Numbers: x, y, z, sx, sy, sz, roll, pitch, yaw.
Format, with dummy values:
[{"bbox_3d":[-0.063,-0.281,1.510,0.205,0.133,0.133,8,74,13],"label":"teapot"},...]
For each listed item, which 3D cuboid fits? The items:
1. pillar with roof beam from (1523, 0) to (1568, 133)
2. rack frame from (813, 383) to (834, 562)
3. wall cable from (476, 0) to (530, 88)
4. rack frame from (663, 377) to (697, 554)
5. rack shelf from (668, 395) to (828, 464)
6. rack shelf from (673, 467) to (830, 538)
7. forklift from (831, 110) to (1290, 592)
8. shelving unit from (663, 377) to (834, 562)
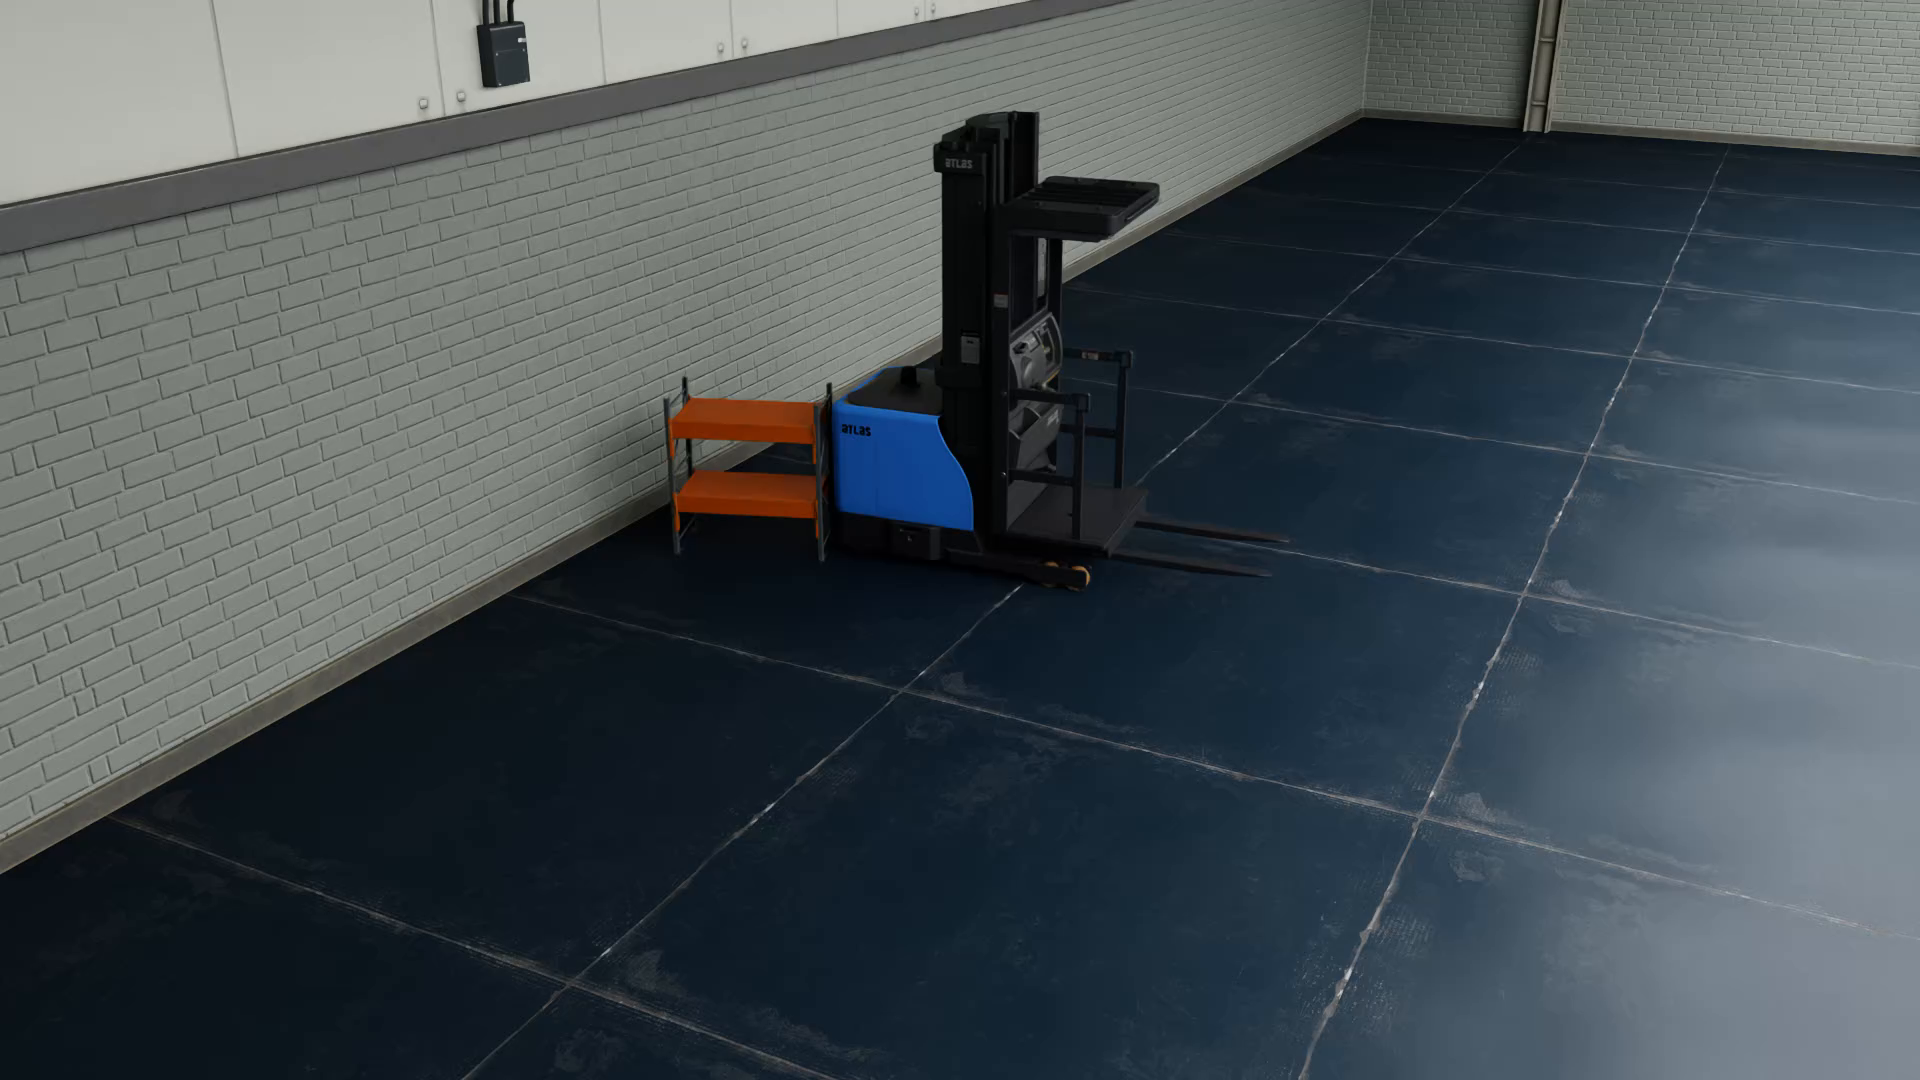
[{"bbox_3d":[7.730,-9.506,22.605,0.400,9.000,9.100,11,25,25],"label":"pillar with roof beam"},{"bbox_3d":[-0.925,-0.466,11.407,0.032,1.125,0.500,3,23,6],"label":"rack frame"},{"bbox_3d":[-2.275,-5.868,9.705,0.169,6.003,2.305,11,25,25],"label":"wall cable"},{"bbox_3d":[-1.934,-0.515,11.516,0.032,1.125,0.500,3,23,6],"label":"rack frame"},{"bbox_3d":[-1.428,-0.760,11.347,1.000,0.278,0.538,3,23,6],"label":"rack shelf"},{"bbox_3d":[-1.430,-0.266,11.557,1.000,0.278,0.538,3,23,6],"label":"rack shelf"},{"bbox_3d":[0.689,-1.245,10.932,3.031,2.935,1.130,9,24,19],"label":"forklift"},{"bbox_3d":[-1.429,-0.490,11.462,1.048,1.125,0.538,3,23,6],"label":"shelving unit"}]
